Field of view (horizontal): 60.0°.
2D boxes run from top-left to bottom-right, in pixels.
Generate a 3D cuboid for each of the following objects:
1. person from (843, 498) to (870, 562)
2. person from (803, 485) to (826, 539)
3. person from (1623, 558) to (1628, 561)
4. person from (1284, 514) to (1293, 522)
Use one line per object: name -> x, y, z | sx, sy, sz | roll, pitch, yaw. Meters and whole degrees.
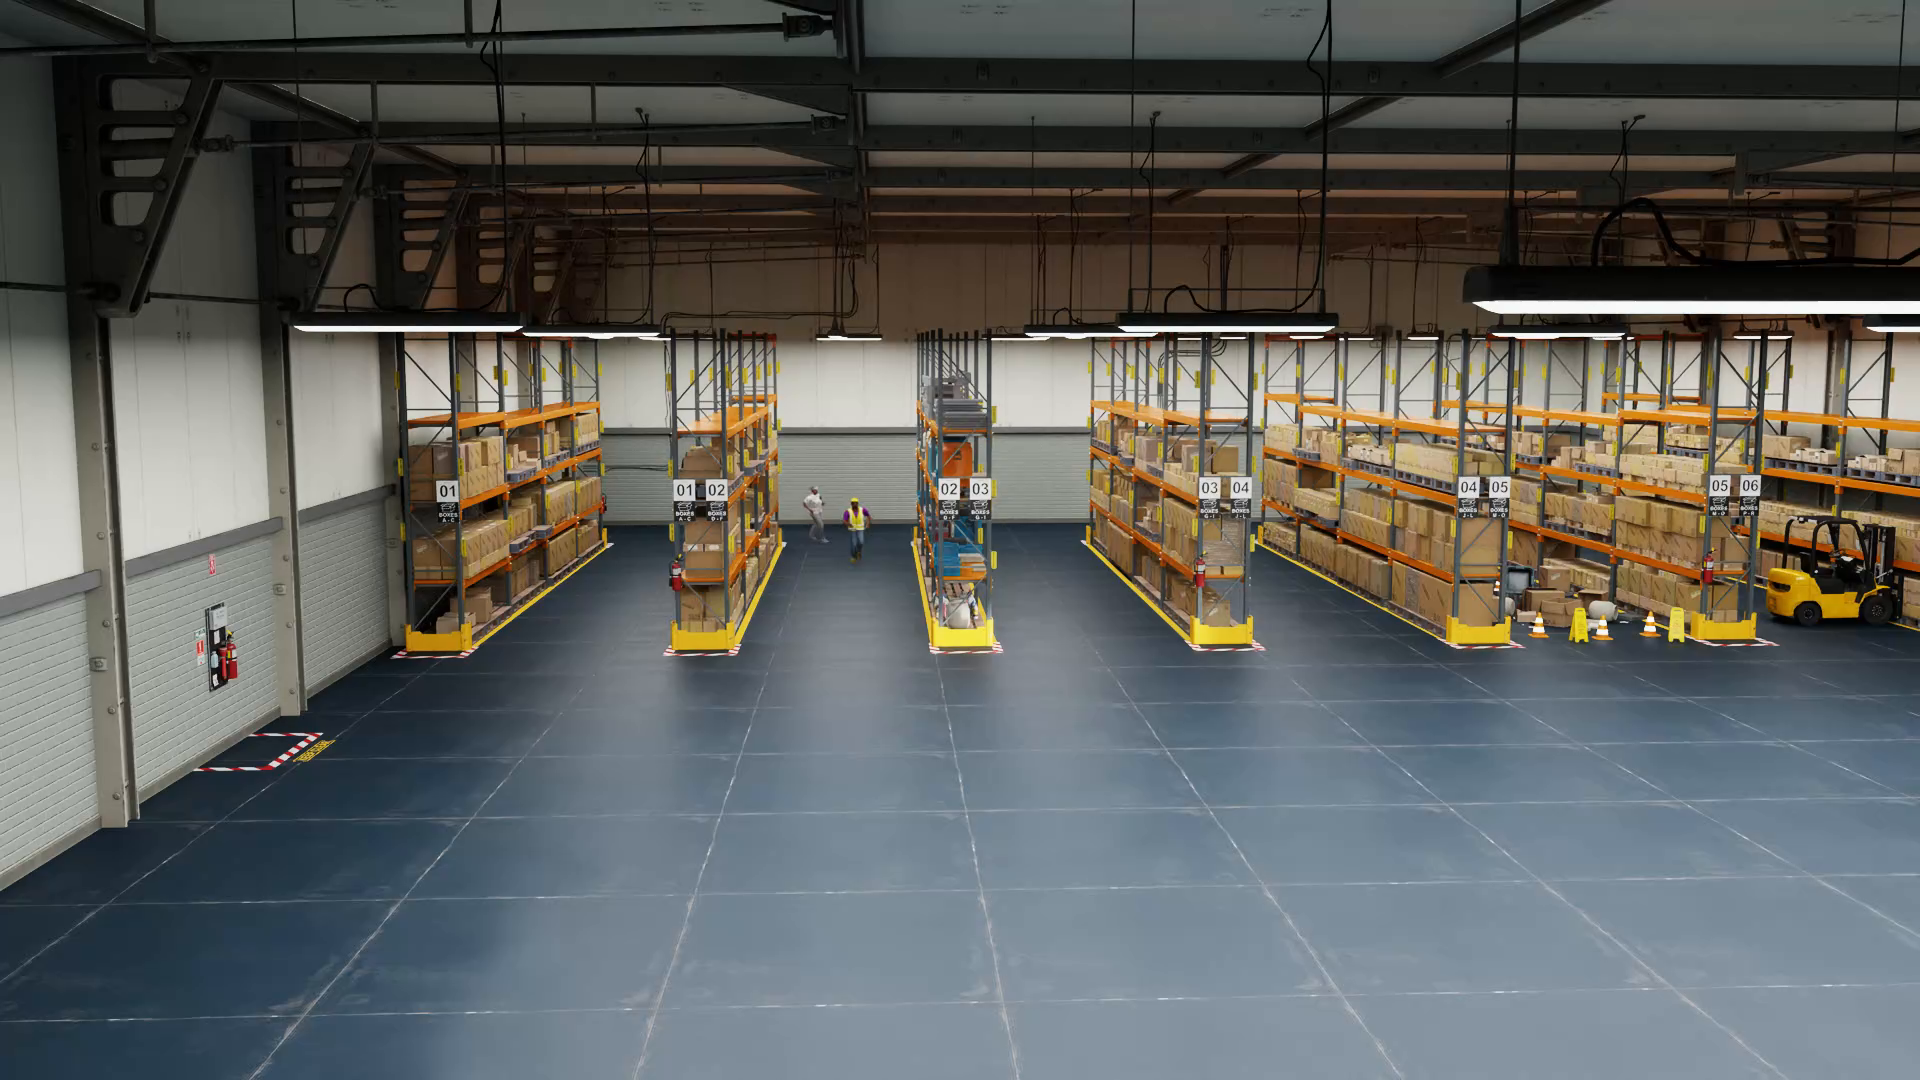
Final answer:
person -> -2.688, -0.250, 43.380 | 0.723, 1.716, 0.751 | -1, 7, -7
person -> -4.188, -0.810, 47.914 | 0.699, 1.568, 0.593 | 4, 8, 28
person -> 16.215, 0.142, 39.996 | 0.482, 1.486, 0.724 | -1, 7, -5
person -> 9.757, -0.845, 48.904 | 0.457, 1.469, 0.616 | 5, 8, 35
